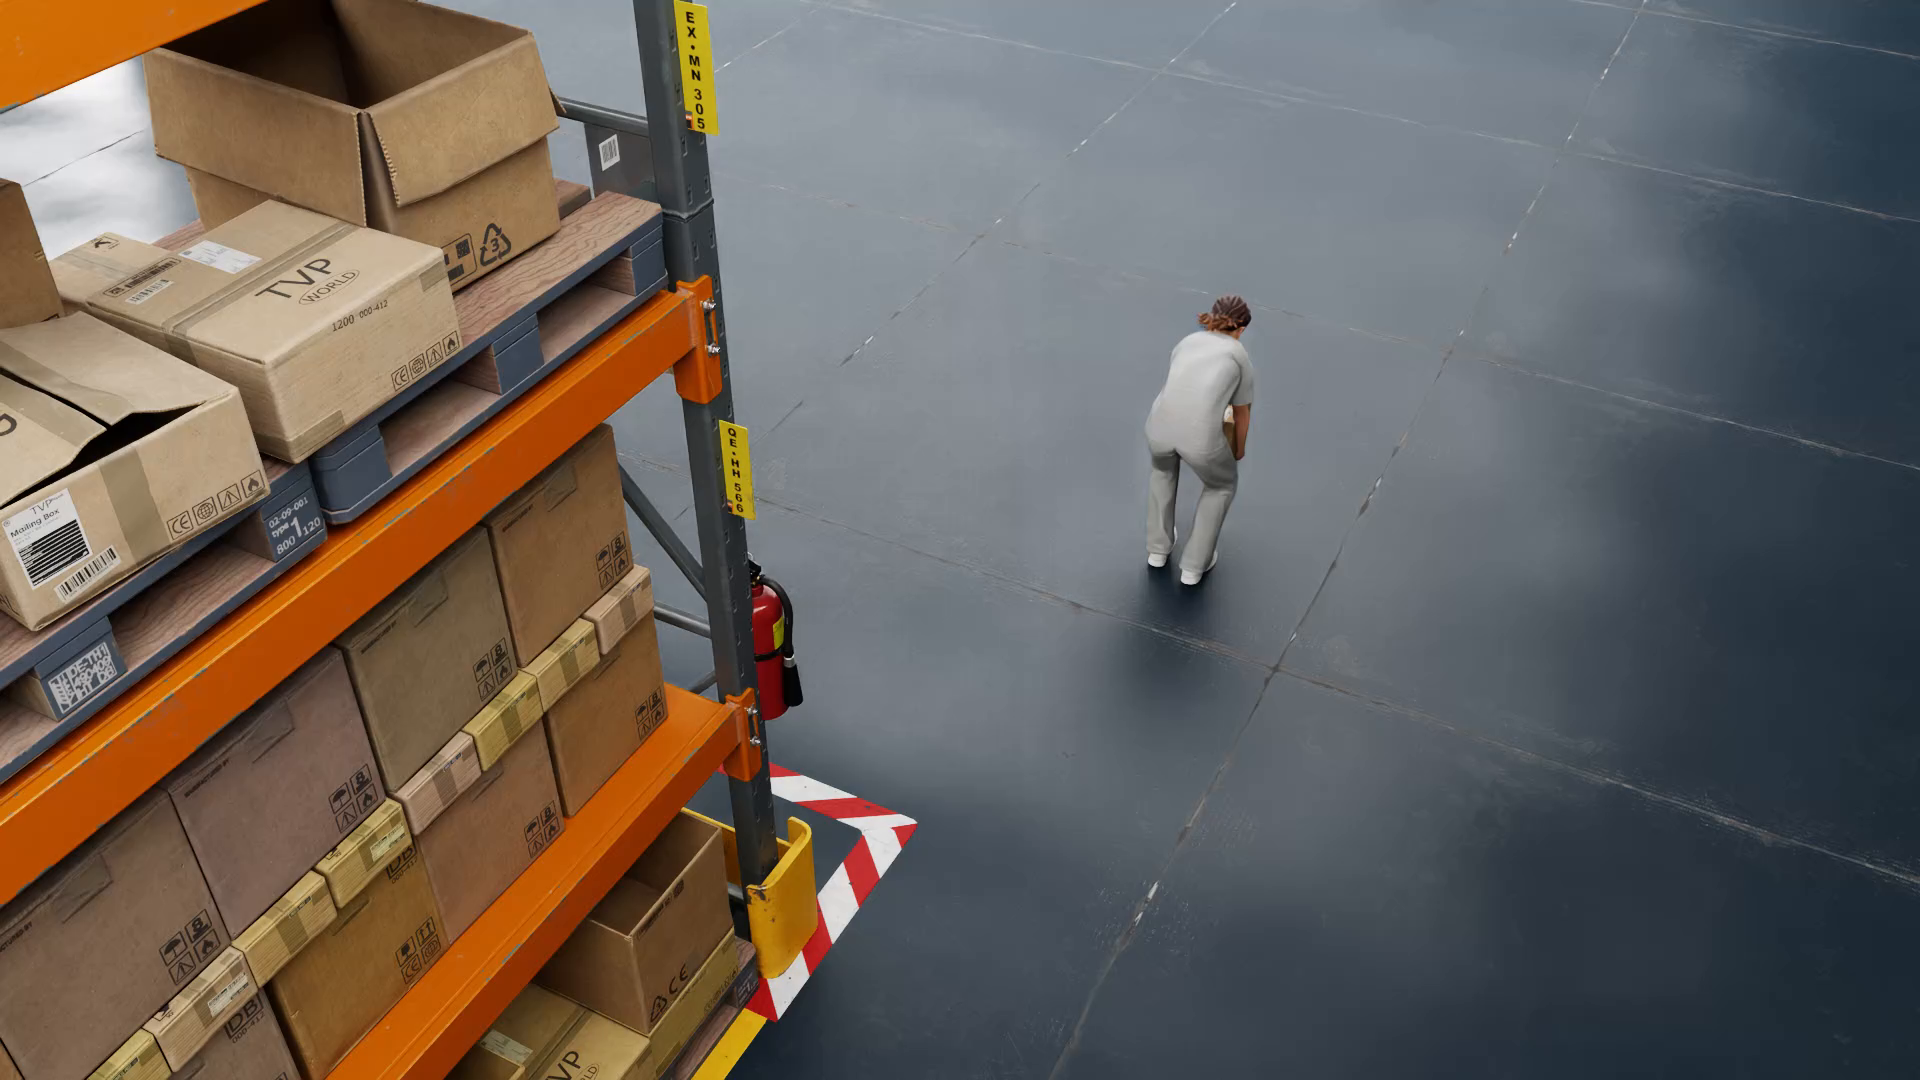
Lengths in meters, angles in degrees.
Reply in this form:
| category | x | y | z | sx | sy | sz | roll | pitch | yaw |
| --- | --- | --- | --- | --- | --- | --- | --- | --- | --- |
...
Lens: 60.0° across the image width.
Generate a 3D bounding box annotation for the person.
| category | x | y | z | sx | sy | sz | roll | pitch | yaw |
| --- | --- | --- | --- | --- | --- | --- | --- | --- | --- |
| person | 1.123 | -0.463 | 7.735 | 0.429 | 1.190 | 0.843 | 16 | 41 | 20 |
